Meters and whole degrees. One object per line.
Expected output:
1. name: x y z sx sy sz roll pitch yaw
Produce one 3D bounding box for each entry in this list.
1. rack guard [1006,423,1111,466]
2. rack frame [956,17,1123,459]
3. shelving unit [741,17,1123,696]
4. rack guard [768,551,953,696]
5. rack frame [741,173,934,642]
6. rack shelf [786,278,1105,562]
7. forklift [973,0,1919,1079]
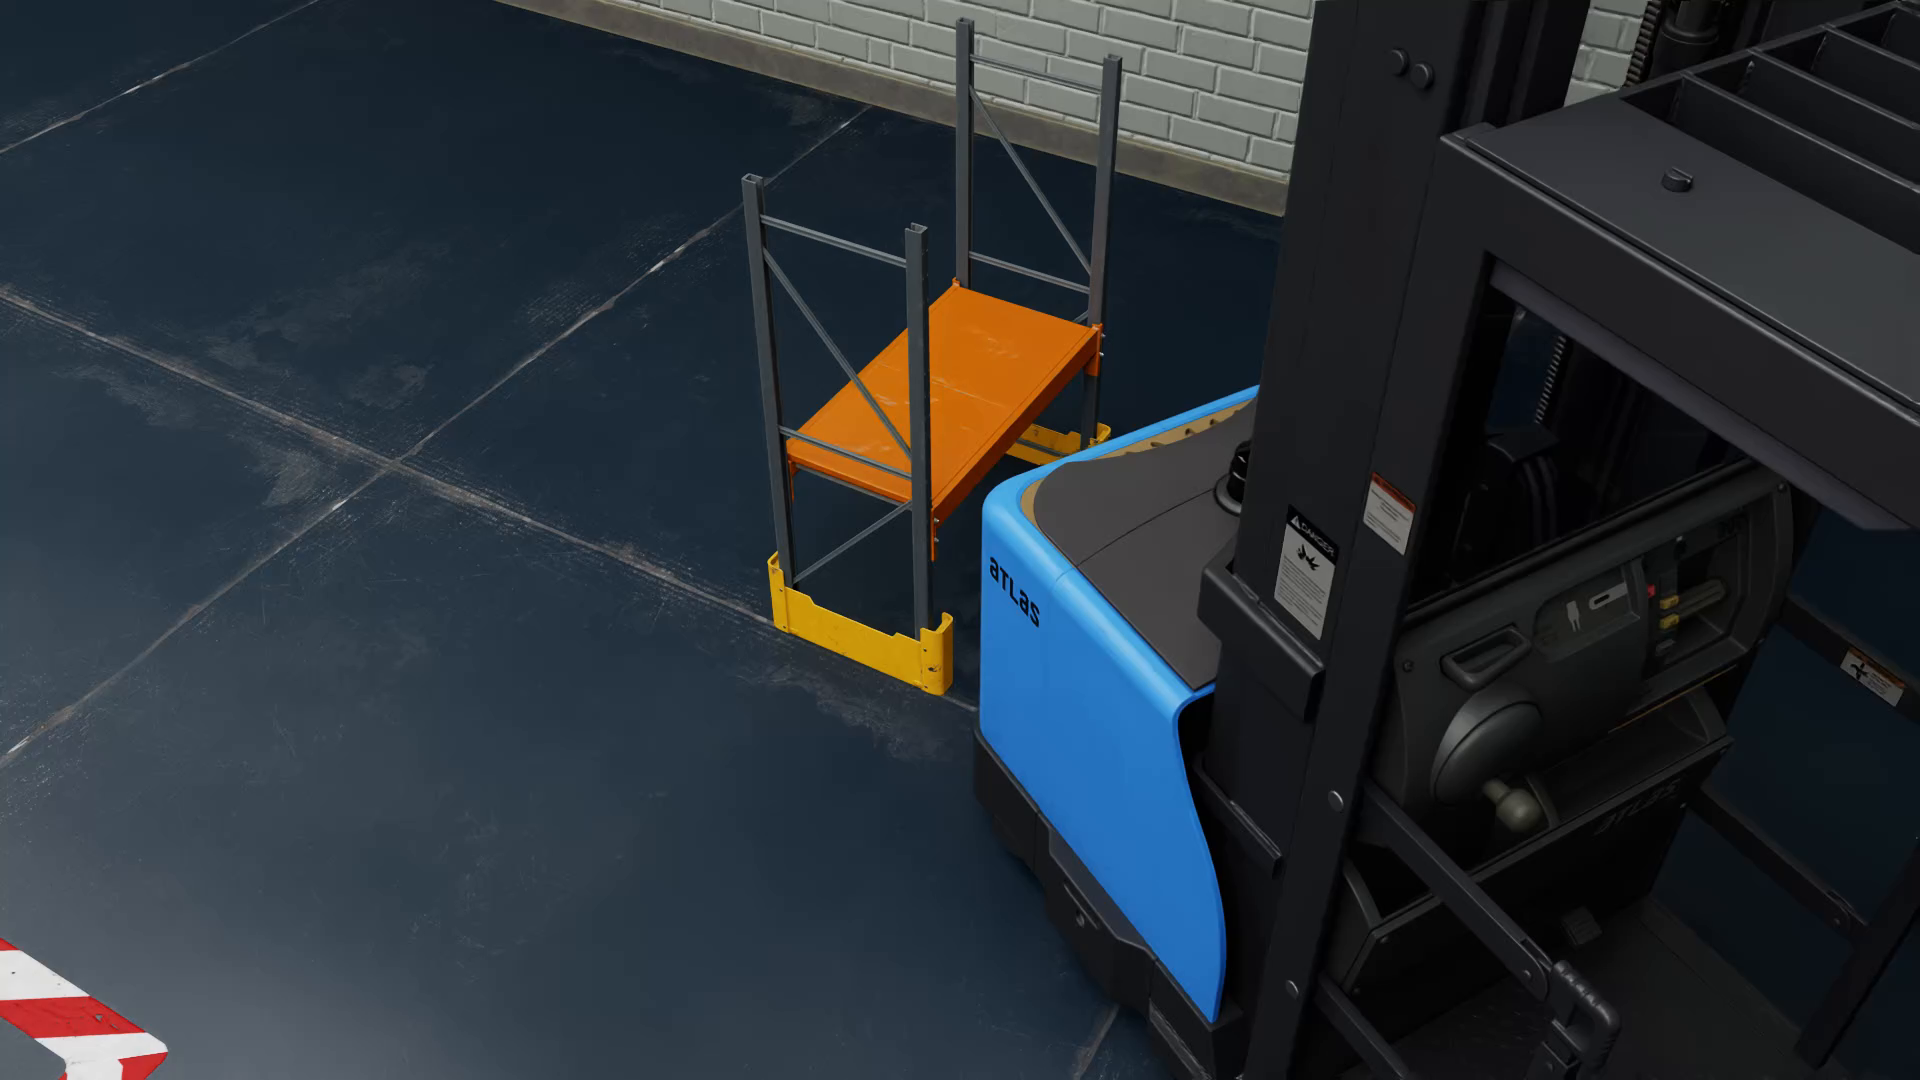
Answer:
1. rack guard: 0.211 -0.335 5.441 0.587 0.250 0.087 21 45 22
2. rack frame: 0.212 -0.805 5.029 0.500 1.500 0.032 21 45 22
3. shelving unit: -0.038 -0.519 4.705 0.587 1.500 1.083 21 45 22
4. rack guard: -0.287 0.235 4.794 0.587 0.250 0.087 21 45 22
5. rack frame: -0.297 -0.223 4.369 0.500 1.500 0.032 21 45 22
6. rack shelf: -0.043 -0.379 4.818 0.538 0.185 1.000 21 45 22
7. forklift: 1.213 0.266 2.730 1.130 2.935 3.031 -21 46 -22
